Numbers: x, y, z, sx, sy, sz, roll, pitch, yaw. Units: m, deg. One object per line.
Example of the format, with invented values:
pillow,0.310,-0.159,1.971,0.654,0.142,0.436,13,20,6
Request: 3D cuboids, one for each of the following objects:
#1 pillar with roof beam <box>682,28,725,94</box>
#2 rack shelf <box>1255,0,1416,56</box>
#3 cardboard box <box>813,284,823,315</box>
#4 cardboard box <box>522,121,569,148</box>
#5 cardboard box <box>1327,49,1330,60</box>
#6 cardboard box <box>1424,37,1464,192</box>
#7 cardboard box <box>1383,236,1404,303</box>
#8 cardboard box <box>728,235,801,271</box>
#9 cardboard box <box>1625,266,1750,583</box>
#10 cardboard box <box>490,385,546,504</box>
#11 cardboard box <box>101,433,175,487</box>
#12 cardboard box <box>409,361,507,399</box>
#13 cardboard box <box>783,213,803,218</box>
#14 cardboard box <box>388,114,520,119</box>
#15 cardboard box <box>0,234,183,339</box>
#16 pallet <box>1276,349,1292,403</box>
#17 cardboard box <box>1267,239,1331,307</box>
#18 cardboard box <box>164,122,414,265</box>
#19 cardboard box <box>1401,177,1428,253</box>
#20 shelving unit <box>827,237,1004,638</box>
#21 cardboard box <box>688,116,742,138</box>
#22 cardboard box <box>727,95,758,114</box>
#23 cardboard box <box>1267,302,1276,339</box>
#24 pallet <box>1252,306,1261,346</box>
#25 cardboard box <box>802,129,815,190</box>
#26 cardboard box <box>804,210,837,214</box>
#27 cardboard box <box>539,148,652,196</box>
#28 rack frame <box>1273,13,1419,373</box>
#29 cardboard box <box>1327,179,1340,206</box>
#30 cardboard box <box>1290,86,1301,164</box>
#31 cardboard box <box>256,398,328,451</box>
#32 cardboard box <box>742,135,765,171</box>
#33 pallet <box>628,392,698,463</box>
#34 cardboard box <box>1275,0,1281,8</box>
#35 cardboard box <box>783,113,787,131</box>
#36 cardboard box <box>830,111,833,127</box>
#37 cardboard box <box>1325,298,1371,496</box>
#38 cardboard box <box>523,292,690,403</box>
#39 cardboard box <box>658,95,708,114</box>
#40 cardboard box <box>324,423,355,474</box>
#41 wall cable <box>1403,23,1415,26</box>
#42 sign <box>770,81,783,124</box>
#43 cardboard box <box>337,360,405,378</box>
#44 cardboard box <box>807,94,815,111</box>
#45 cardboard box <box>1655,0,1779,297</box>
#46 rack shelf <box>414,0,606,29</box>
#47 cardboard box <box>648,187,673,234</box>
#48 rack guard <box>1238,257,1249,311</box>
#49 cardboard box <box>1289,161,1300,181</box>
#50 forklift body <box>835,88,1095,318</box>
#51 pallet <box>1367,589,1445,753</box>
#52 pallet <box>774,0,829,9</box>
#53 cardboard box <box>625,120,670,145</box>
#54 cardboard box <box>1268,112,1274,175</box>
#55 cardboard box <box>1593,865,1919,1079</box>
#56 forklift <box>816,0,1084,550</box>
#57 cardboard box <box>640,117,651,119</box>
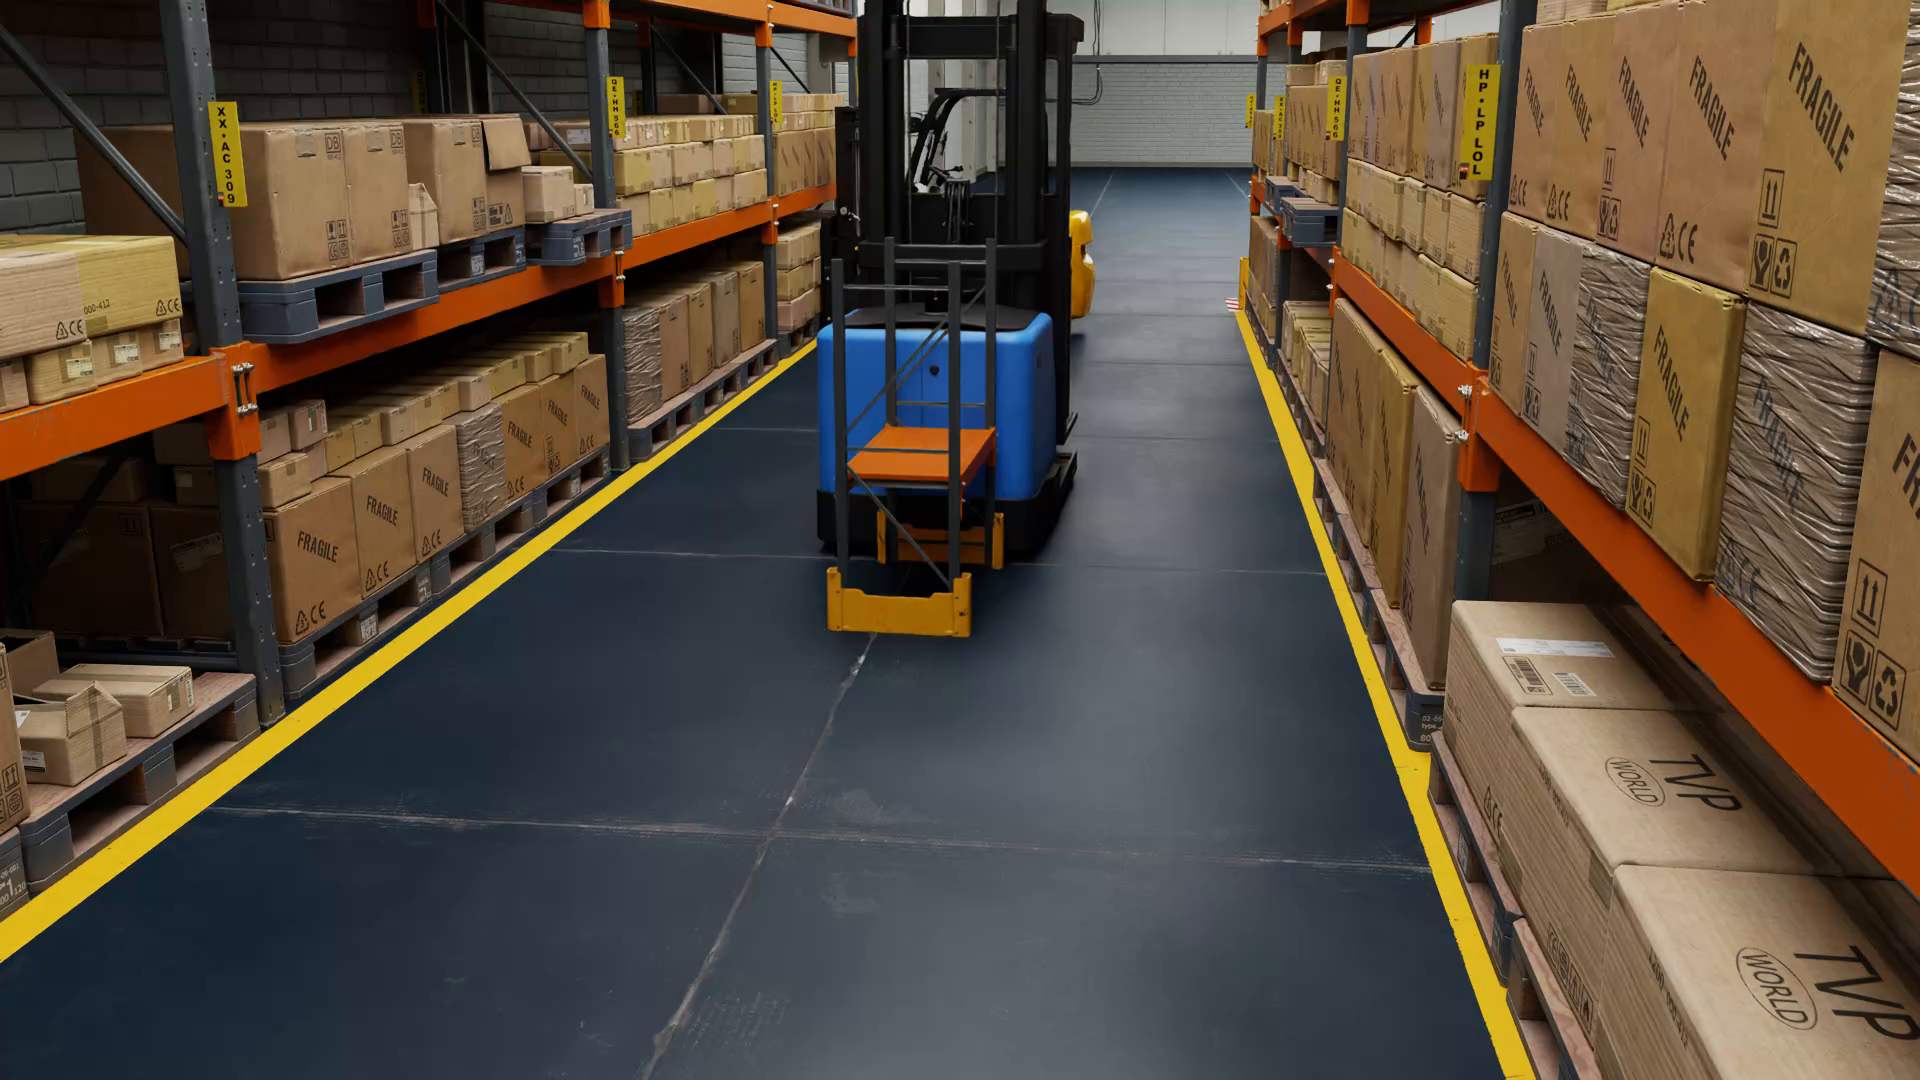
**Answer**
pillar with roof beam,1.780,-6.552,15.153,9.100,9.000,0.400,2,15,6
rack shelf,3.183,-4.373,14.221,1.077,0.370,4.000,2,15,6
cardboard box,-1.507,-2.156,14.853,0.500,0.250,0.500,2,15,7
cardboard box,-2.582,-2.450,10.042,0.380,0.149,0.250,2,15,6
cardboard box,3.302,-3.668,13.304,0.700,0.500,0.500,2,15,7
cardboard box,1.907,-1.468,5.737,0.500,0.500,0.500,2,15,7
cardboard box,2.044,-1.127,6.871,0.500,0.250,0.500,2,15,6
cardboard box,-1.608,-2.374,13.741,0.500,0.250,0.500,1,15,5
cardboard box,1.560,-0.221,3.040,0.500,0.500,0.500,2,15,8
cardboard box,-2.383,-0.477,8.162,0.500,0.500,0.500,2,15,9
cardboard box,-3.098,-0.306,6.288,0.380,0.149,0.250,2,15,6
cardboard box,-2.406,-0.765,7.986,0.380,0.149,0.250,1,15,5
cardboard box,-1.818,-3.046,16.228,0.500,0.250,0.500,2,15,6
cardboard box,-2.639,-1.984,8.756,0.500,0.500,0.500,2,15,9
cardboard box,-2.693,-0.756,4.930,0.500,0.250,0.500,2,15,8
pallet,2.871,-1.206,12.218,1.003,0.211,1.213,2,15,6
cardboard box,2.758,-2.153,13.403,0.500,0.500,0.500,1,15,5
cardboard box,-2.542,-1.329,6.333,0.700,0.500,0.500,2,15,7
cardboard box,1.965,-1.234,6.309,0.500,0.250,0.500,2,15,8
shelving unit,-0.169,-0.480,7.062,0.587,1.500,1.083,2,15,9
cardboard box,-1.782,-2.964,11.943,0.380,0.149,0.250,1,15,5
cardboard box,-1.644,-3.478,13.274,0.380,0.149,0.250,2,15,7
cardboard box,2.757,-1.791,13.501,0.500,0.250,0.500,2,15,9
pallet,3.133,-1.900,14.786,1.003,0.211,1.213,2,15,6
cardboard box,-1.567,-3.322,14.509,0.500,0.500,0.500,2,15,6
cardboard box,-1.265,-3.166,16.672,0.500,0.250,0.500,2,15,8
cardboard box,-2.108,-2.138,9.652,0.500,0.250,0.500,2,15,6
rack frame,2.958,-2.754,12.600,1.000,3.000,0.127,2,15,6
cardboard box,2.268,-1.962,9.347,0.380,0.149,0.250,2,15,7
cardboard box,2.495,-2.778,11.122,0.500,0.500,0.500,2,15,6
cardboard box,-2.591,-0.431,6.182,0.380,0.149,0.250,1,15,4
cardboard box,-1.776,-2.933,12.593,0.500,0.250,0.500,1,15,5
pallet,-2.294,-0.728,10.450,1.003,0.211,1.213,2,15,6
cardboard box,2.918,-4.637,14.299,0.380,0.149,0.250,1,15,5
cardboard box,-1.648,-3.471,13.818,0.380,0.149,0.250,2,15,6
cardboard box,-1.396,-3.933,15.525,0.380,0.149,0.250,1,15,4
cardboard box,2.346,-0.717,8.333,0.875,0.875,0.875,2,15,6
cardboard box,-2.276,-1.249,10.780,0.875,0.625,0.625,2,15,8
cardboard box,-2.239,-3.496,13.340,0.380,0.149,0.250,2,15,6
cardboard box,-2.601,-0.360,6.488,0.380,0.149,0.250,1,15,3
wall cable,11.965,-16.543,45.585,2.305,6.003,0.169,2,15,6
sign,-1.434,-3.407,12.947,0.100,0.325,0.005,2,15,6
cardboard box,-2.904,-0.773,8.016,0.380,0.149,0.250,1,15,5
cardboard box,-1.522,-3.945,14.999,0.380,0.149,0.250,2,15,7
cardboard box,1.569,-0.700,2.896,0.500,0.500,0.500,2,15,6
rack shelf,-2.652,-2.444,7.085,1.077,0.370,4.000,2,15,6
cardboard box,-2.071,-2.028,10.201,0.500,0.250,0.500,1,15,5
rack guard,3.400,-2.565,16.691,1.175,0.500,0.348,2,15,6
cardboard box,2.544,-2.637,11.844,0.380,0.149,0.250,2,15,7
forklift body,0.075,-2.981,15.067,2.313,2.155,1.214,2,15,6
pallet,2.067,0.465,6.039,1.003,0.211,1.213,2,15,6
pallet,-1.764,-4.842,14.745,1.003,0.211,1.213,2,15,6
cardboard box,-2.050,-2.568,10.479,0.380,0.149,0.250,2,15,7
cardboard box,2.866,-3.337,13.995,0.500,0.500,0.500,2,15,8
cardboard box,1.674,0.981,2.893,0.875,0.438,0.875,2,15,8
forklift,0.062,-1.706,8.856,1.130,2.935,3.031,2,15,9
cardboard box,-2.400,-2.912,11.752,0.380,0.149,0.250,2,15,6
